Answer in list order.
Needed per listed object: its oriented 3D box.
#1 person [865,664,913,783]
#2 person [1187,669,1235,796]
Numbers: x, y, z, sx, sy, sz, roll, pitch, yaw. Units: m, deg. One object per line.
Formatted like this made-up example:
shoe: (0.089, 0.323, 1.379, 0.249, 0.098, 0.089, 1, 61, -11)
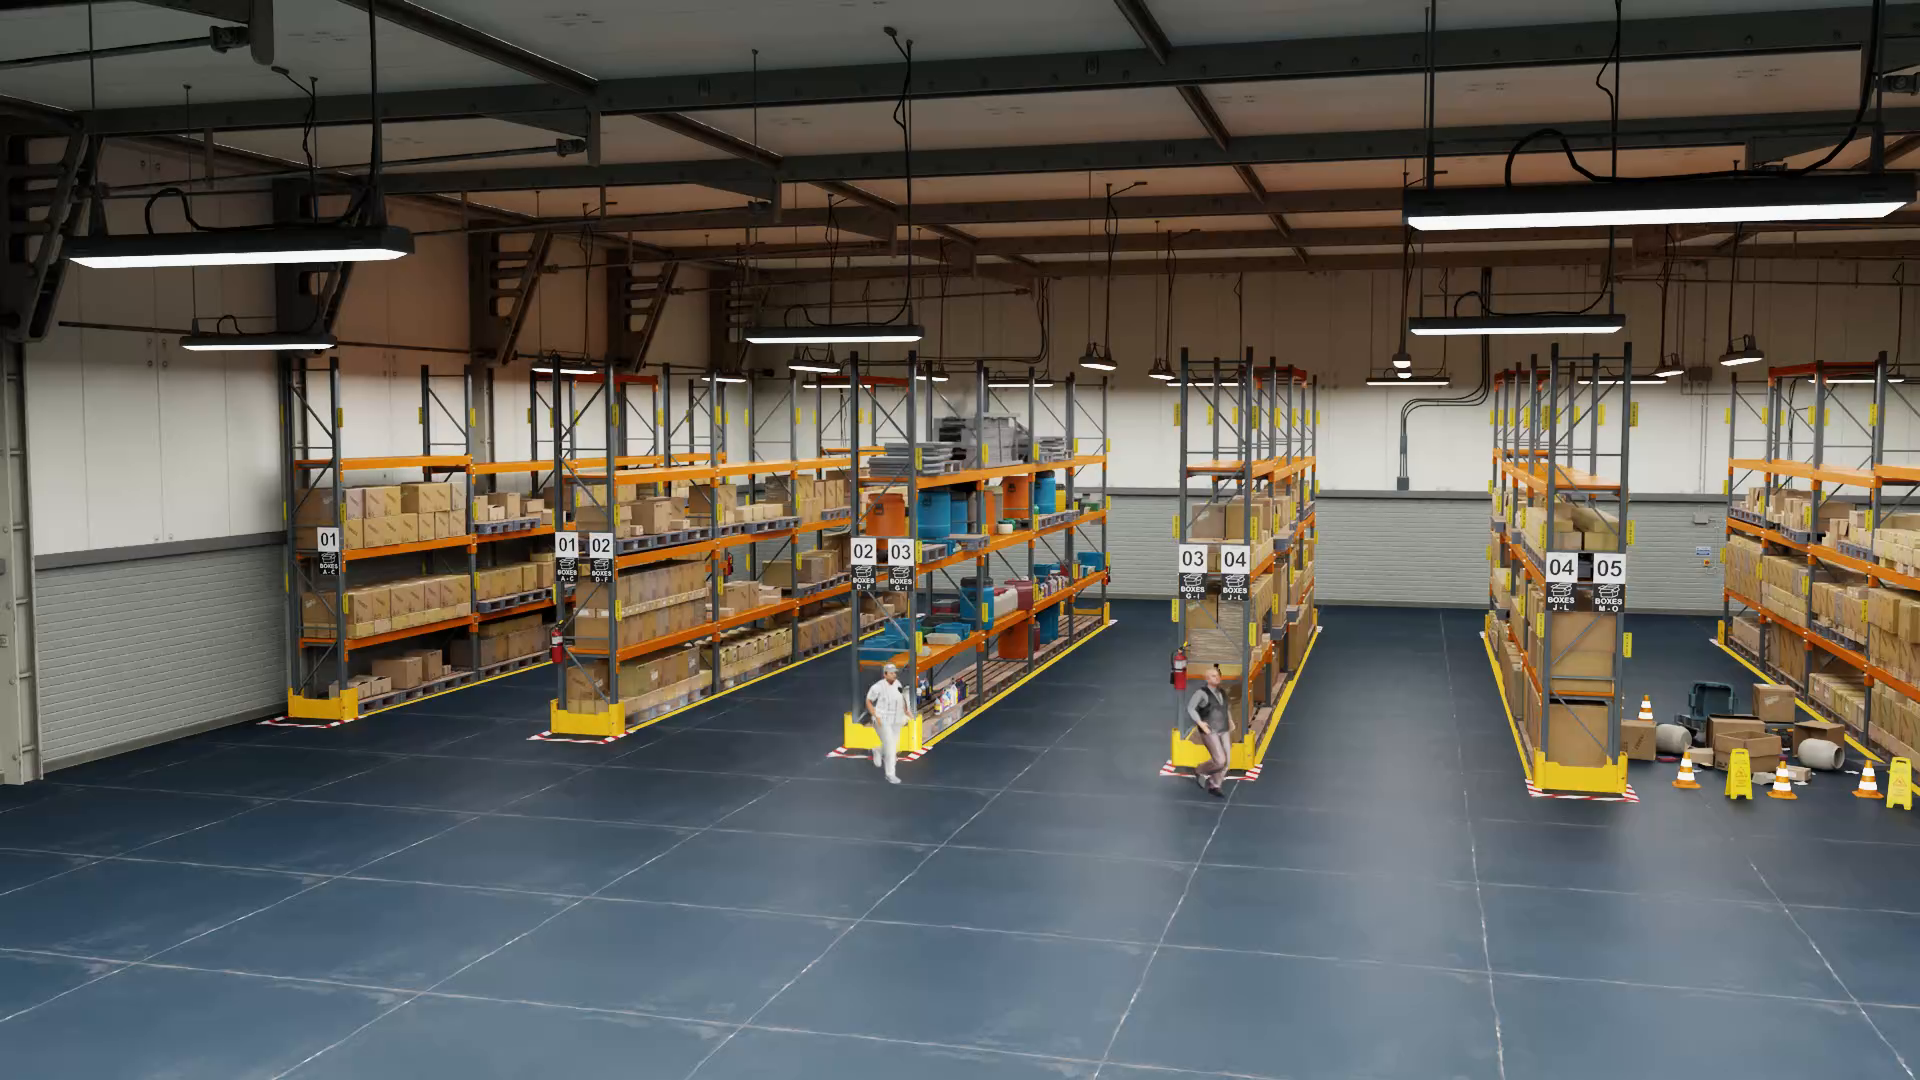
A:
person: (-1.052, 2.510, 23.050, 0.591, 1.634, 0.751, -4, 5, -40)
person: (3.358, 2.555, 22.074, 0.672, 1.687, 0.538, -3, 5, -34)
